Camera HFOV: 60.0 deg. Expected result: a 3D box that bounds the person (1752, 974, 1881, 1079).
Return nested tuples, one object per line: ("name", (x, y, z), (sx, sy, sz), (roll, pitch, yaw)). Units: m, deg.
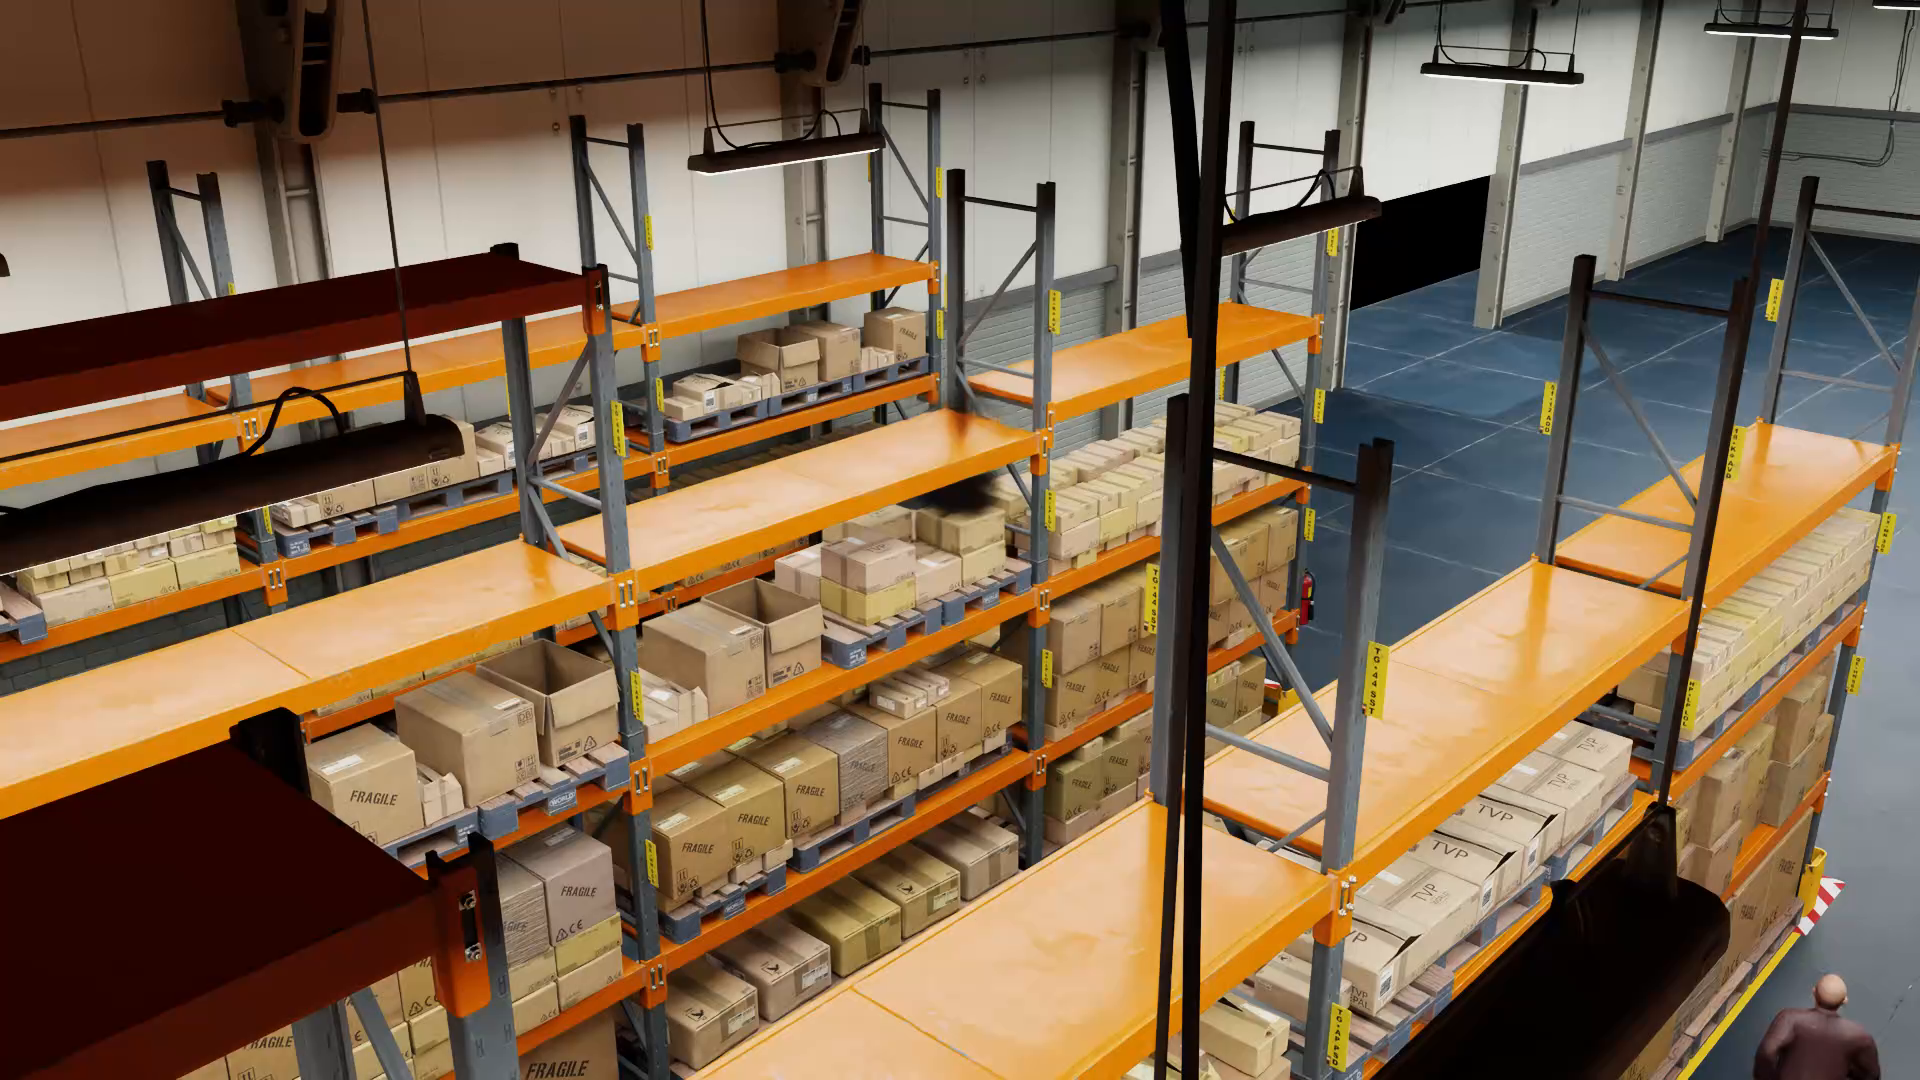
("person", (5.300, 3.598, 10.407), (0.691, 1.702, 0.977), (11, 24, 27))
